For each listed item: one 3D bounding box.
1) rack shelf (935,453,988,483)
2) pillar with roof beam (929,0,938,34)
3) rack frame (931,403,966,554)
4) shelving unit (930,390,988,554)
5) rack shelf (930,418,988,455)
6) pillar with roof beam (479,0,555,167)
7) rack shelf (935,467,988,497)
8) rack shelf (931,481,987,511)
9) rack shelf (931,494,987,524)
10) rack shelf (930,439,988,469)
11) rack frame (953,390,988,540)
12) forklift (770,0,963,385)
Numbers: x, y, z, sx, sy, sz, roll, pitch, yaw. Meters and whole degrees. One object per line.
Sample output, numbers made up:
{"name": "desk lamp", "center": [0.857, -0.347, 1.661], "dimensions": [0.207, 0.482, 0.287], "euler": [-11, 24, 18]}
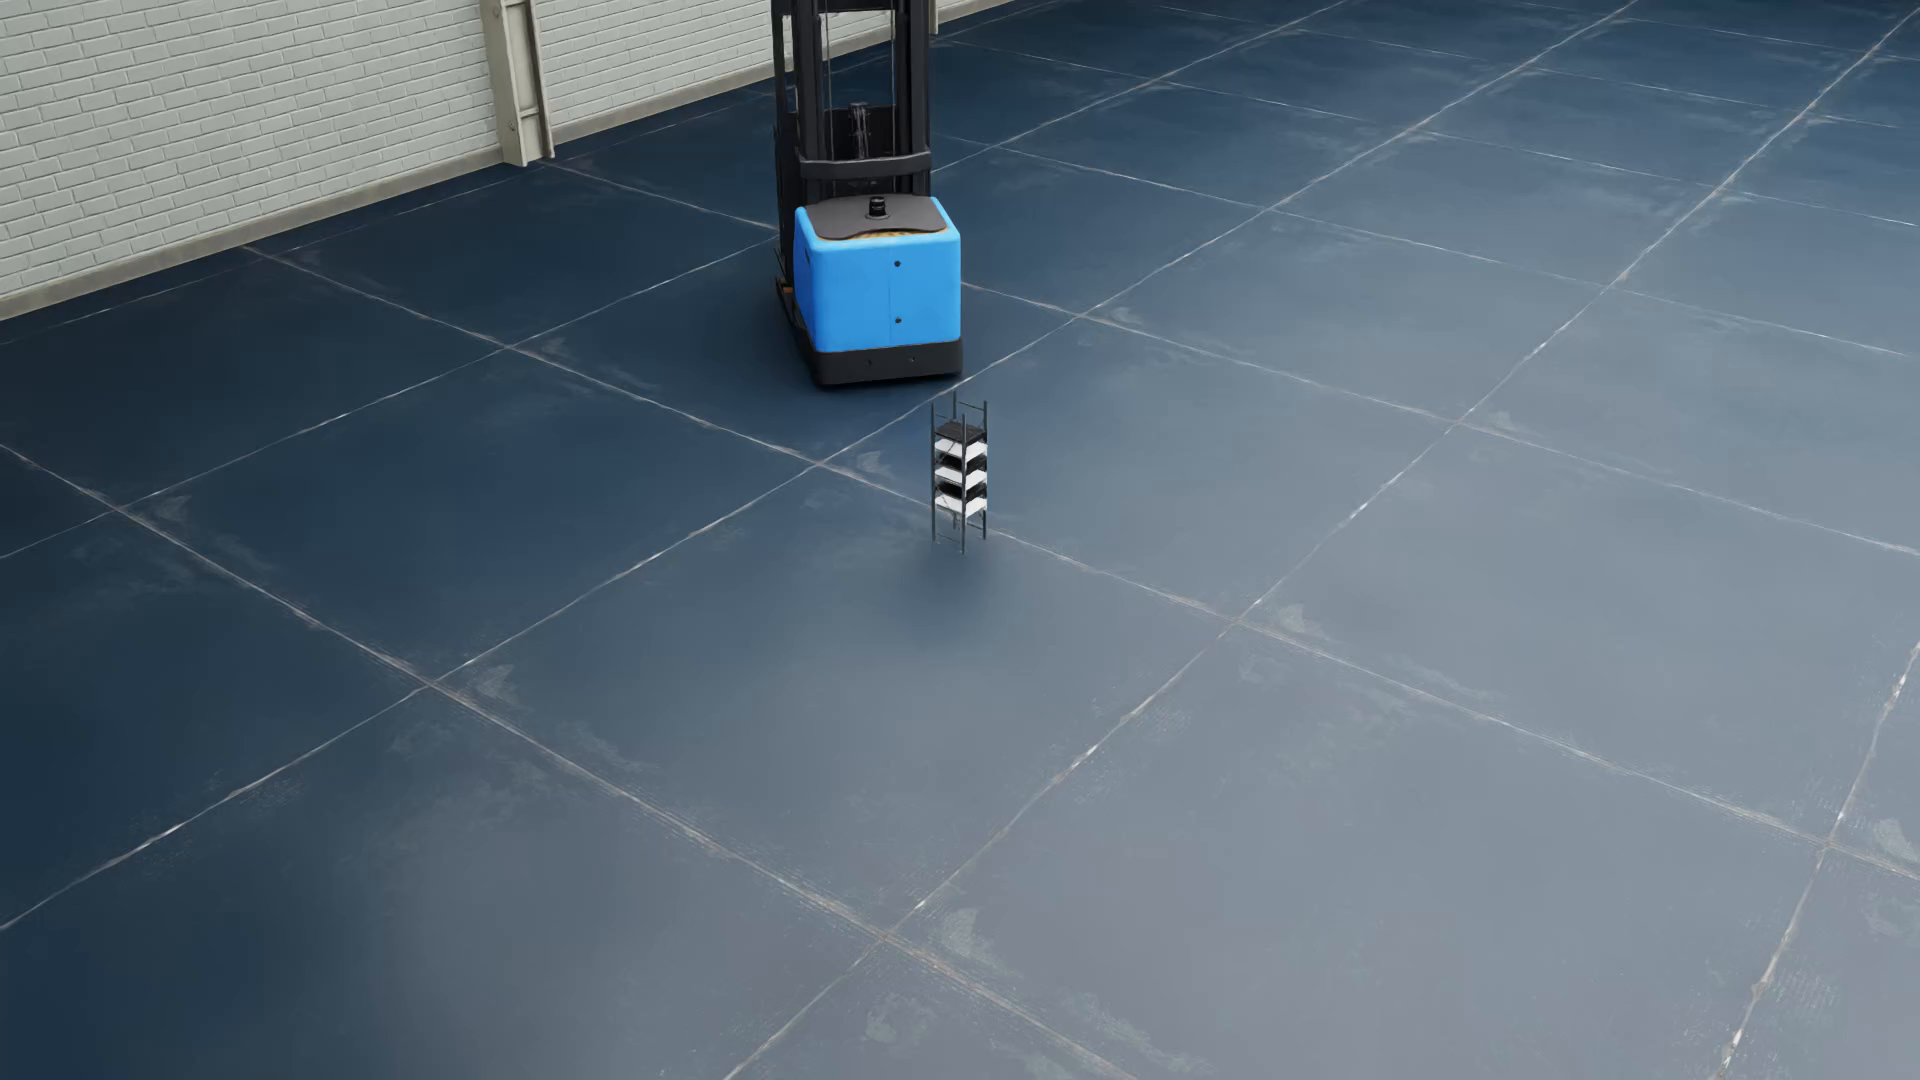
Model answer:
{"name": "rack shelf", "center": [-0.005, -0.433, 9.486], "dimensions": [0.258, 0.077, 0.200], "euler": [21, 37, 31]}
{"name": "pillar with roof beam", "center": [2.930, -8.629, 15.484], "dimensions": [9.100, 9.000, 0.400], "euler": [21, 37, 31]}
{"name": "rack frame", "center": [-0.066, -0.342, 9.445], "dimensions": [0.240, 0.900, 0.006], "euler": [21, 37, 31]}
{"name": "shelving unit", "center": [-0.005, -0.384, 9.515], "dimensions": [0.258, 0.900, 0.210], "euler": [21, 37, 31]}
{"name": "rack shelf", "center": [-0.005, -0.587, 9.394], "dimensions": [0.258, 0.077, 0.200], "euler": [21, 37, 31]}
{"name": "pillar with roof beam", "center": [-0.692, -6.190, 11.369], "dimensions": [9.100, 9.000, 0.400], "euler": [21, 37, 31]}
{"name": "rack shelf", "center": [-0.005, -0.355, 9.532], "dimensions": [0.258, 0.077, 0.200], "euler": [21, 37, 31]}
{"name": "rack shelf", "center": [-0.005, -0.278, 9.578], "dimensions": [0.258, 0.077, 0.200], "euler": [21, 37, 31]}
{"name": "rack shelf", "center": [-0.005, -0.200, 9.624], "dimensions": [0.258, 0.077, 0.200], "euler": [21, 37, 31]}
{"name": "rack shelf", "center": [-0.005, -0.510, 9.440], "dimensions": [0.258, 0.077, 0.200], "euler": [21, 37, 31]}
{"name": "rack frame", "center": [0.056, -0.425, 9.585], "dimensions": [0.240, 0.900, 0.006], "euler": [21, 37, 31]}
{"name": "forklift", "center": [-0.810, -3.065, 12.047], "dimensions": [1.130, 2.935, 3.031], "euler": [-7, 31, -11]}
